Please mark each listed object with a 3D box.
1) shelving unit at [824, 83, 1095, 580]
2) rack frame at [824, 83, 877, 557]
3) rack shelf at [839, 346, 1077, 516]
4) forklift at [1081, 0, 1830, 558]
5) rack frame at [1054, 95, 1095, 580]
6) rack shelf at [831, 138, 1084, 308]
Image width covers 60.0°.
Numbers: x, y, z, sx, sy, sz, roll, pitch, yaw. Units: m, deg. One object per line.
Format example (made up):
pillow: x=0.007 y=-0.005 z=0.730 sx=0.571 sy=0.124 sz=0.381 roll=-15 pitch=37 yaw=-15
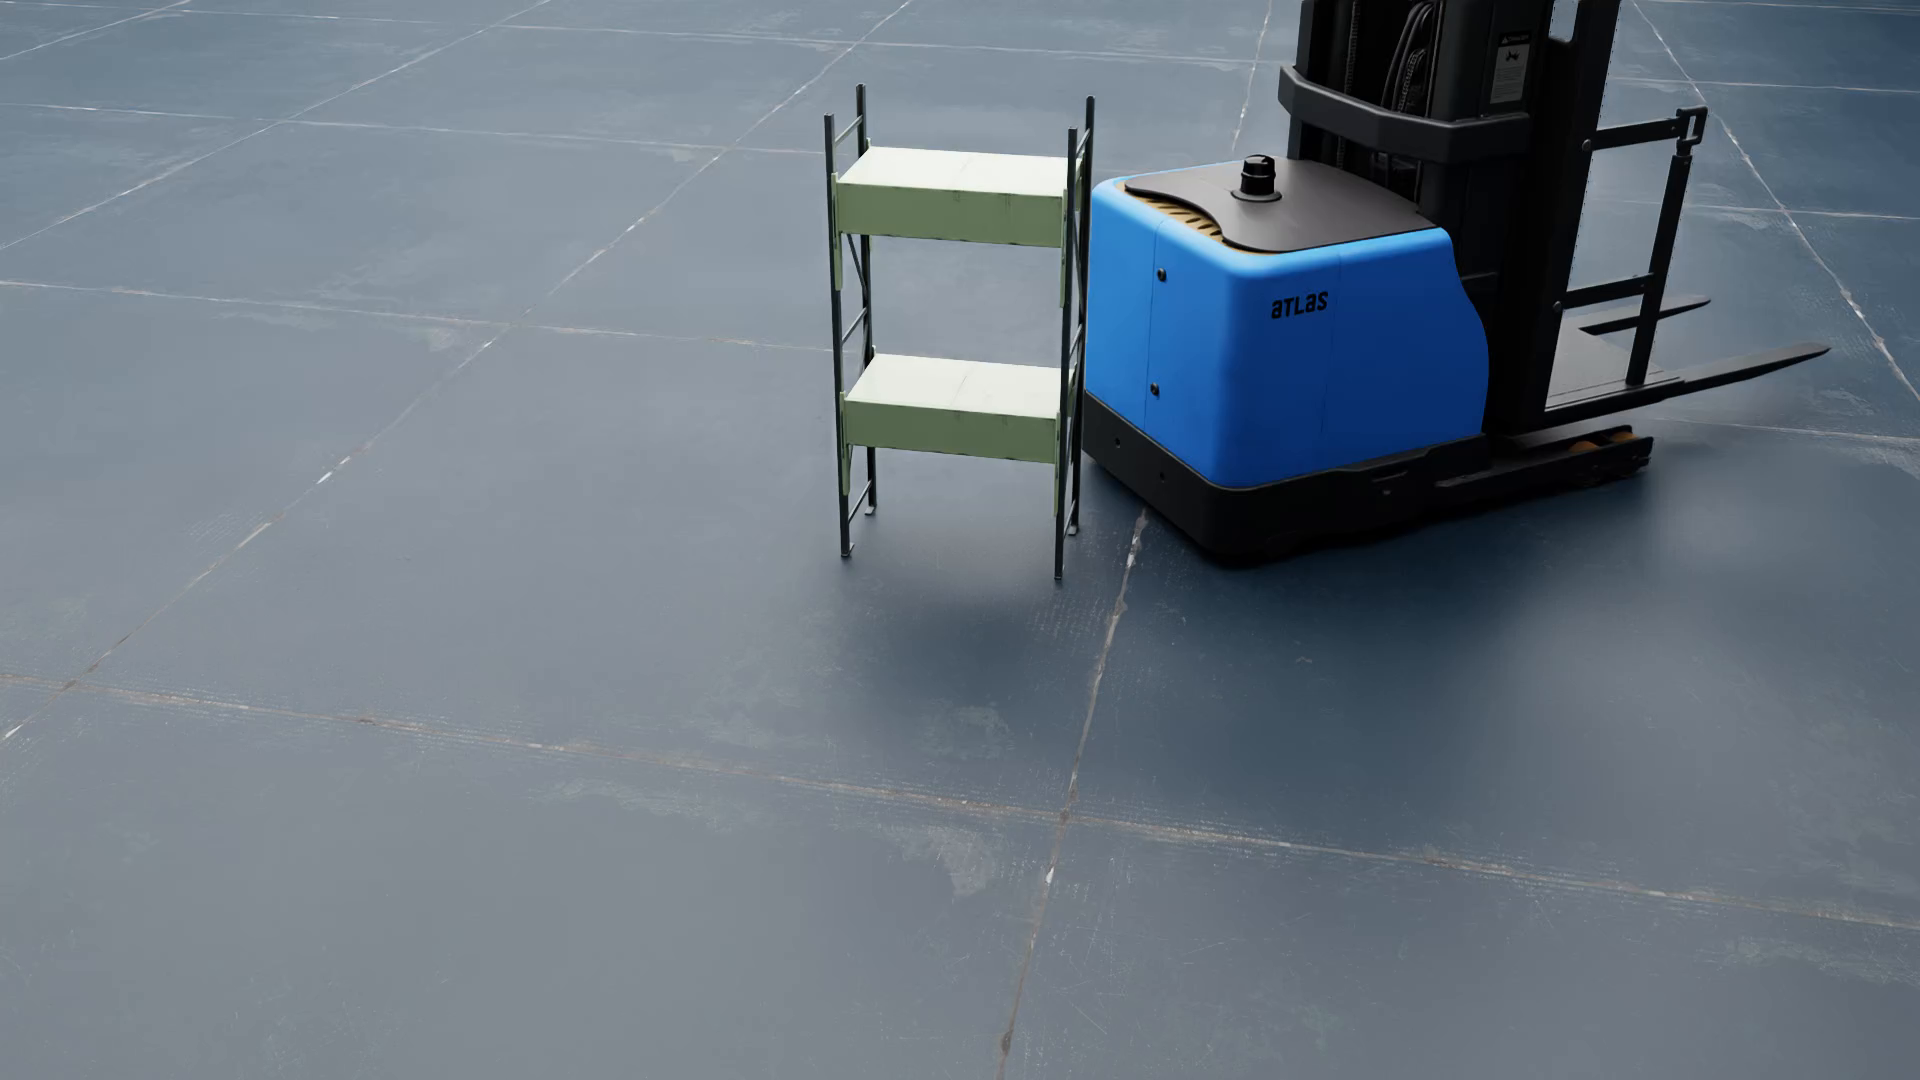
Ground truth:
shelving unit: x=0.007 y=-0.657 z=5.389 sx=0.755 sy=1.500 sz=0.431 roll=6 pitch=29 yaw=11
rack frame: x=-0.351 y=-0.694 z=5.456 sx=0.023 sy=1.500 sz=0.400 roll=6 pitch=29 yaw=11
rack shelf: x=0.007 y=-0.371 z=5.545 sx=0.720 sy=0.370 sz=0.431 roll=6 pitch=29 yaw=11
forklift: x=1.998 y=-1.696 z=5.796 sx=3.031 sy=2.935 sz=1.130 roll=-13 pitch=31 yaw=-22
rack frame: x=0.364 y=-0.620 z=5.322 sx=0.023 sy=1.500 sz=0.400 roll=6 pitch=29 yaw=11
rack shelf: x=0.007 y=-1.000 z=5.201 sx=0.720 sy=0.370 sz=0.431 roll=6 pitch=29 yaw=11
